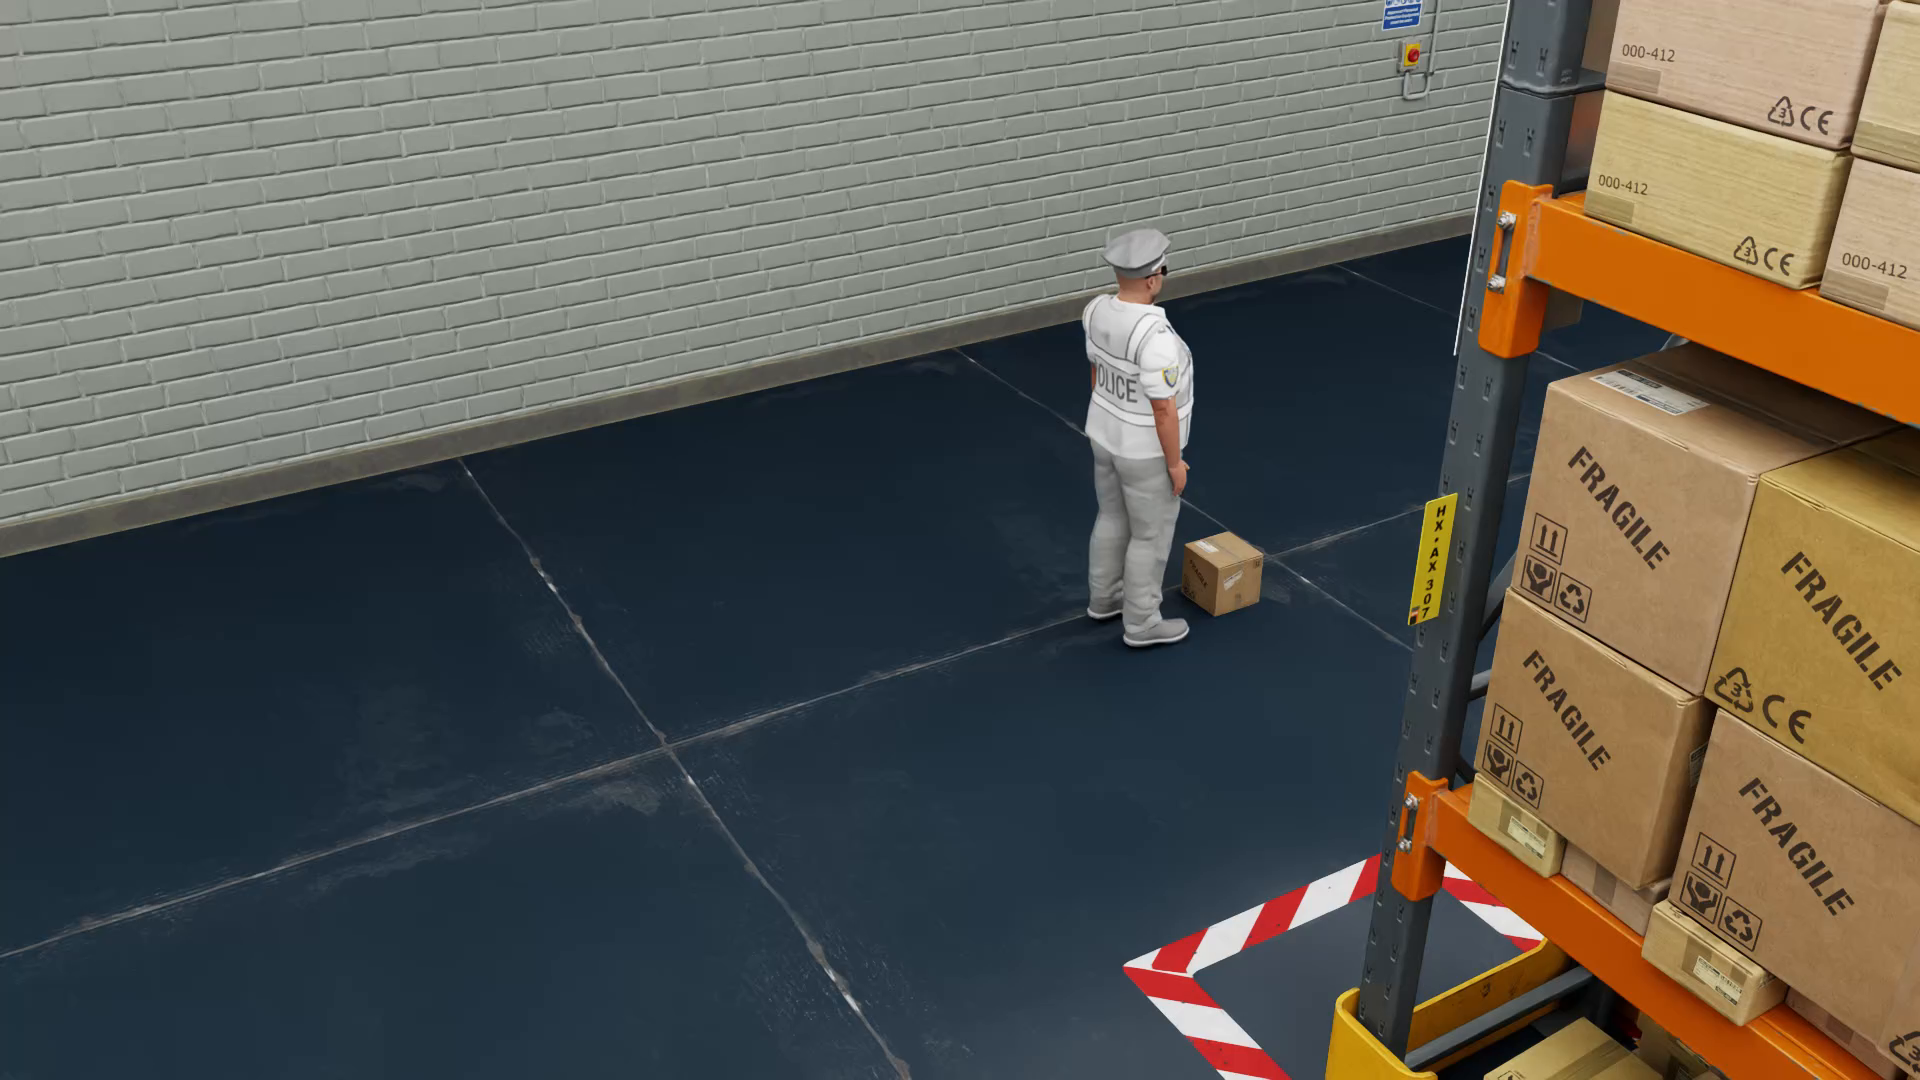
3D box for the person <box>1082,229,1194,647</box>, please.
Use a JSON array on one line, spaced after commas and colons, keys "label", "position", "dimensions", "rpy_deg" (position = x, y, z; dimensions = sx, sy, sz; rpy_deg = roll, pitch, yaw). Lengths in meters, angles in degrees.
[{"label": "person", "position": [0.740, -0.403, 6.811], "dimensions": [0.403, 1.780, 0.536], "rpy_deg": [-15, 32, -26]}]
